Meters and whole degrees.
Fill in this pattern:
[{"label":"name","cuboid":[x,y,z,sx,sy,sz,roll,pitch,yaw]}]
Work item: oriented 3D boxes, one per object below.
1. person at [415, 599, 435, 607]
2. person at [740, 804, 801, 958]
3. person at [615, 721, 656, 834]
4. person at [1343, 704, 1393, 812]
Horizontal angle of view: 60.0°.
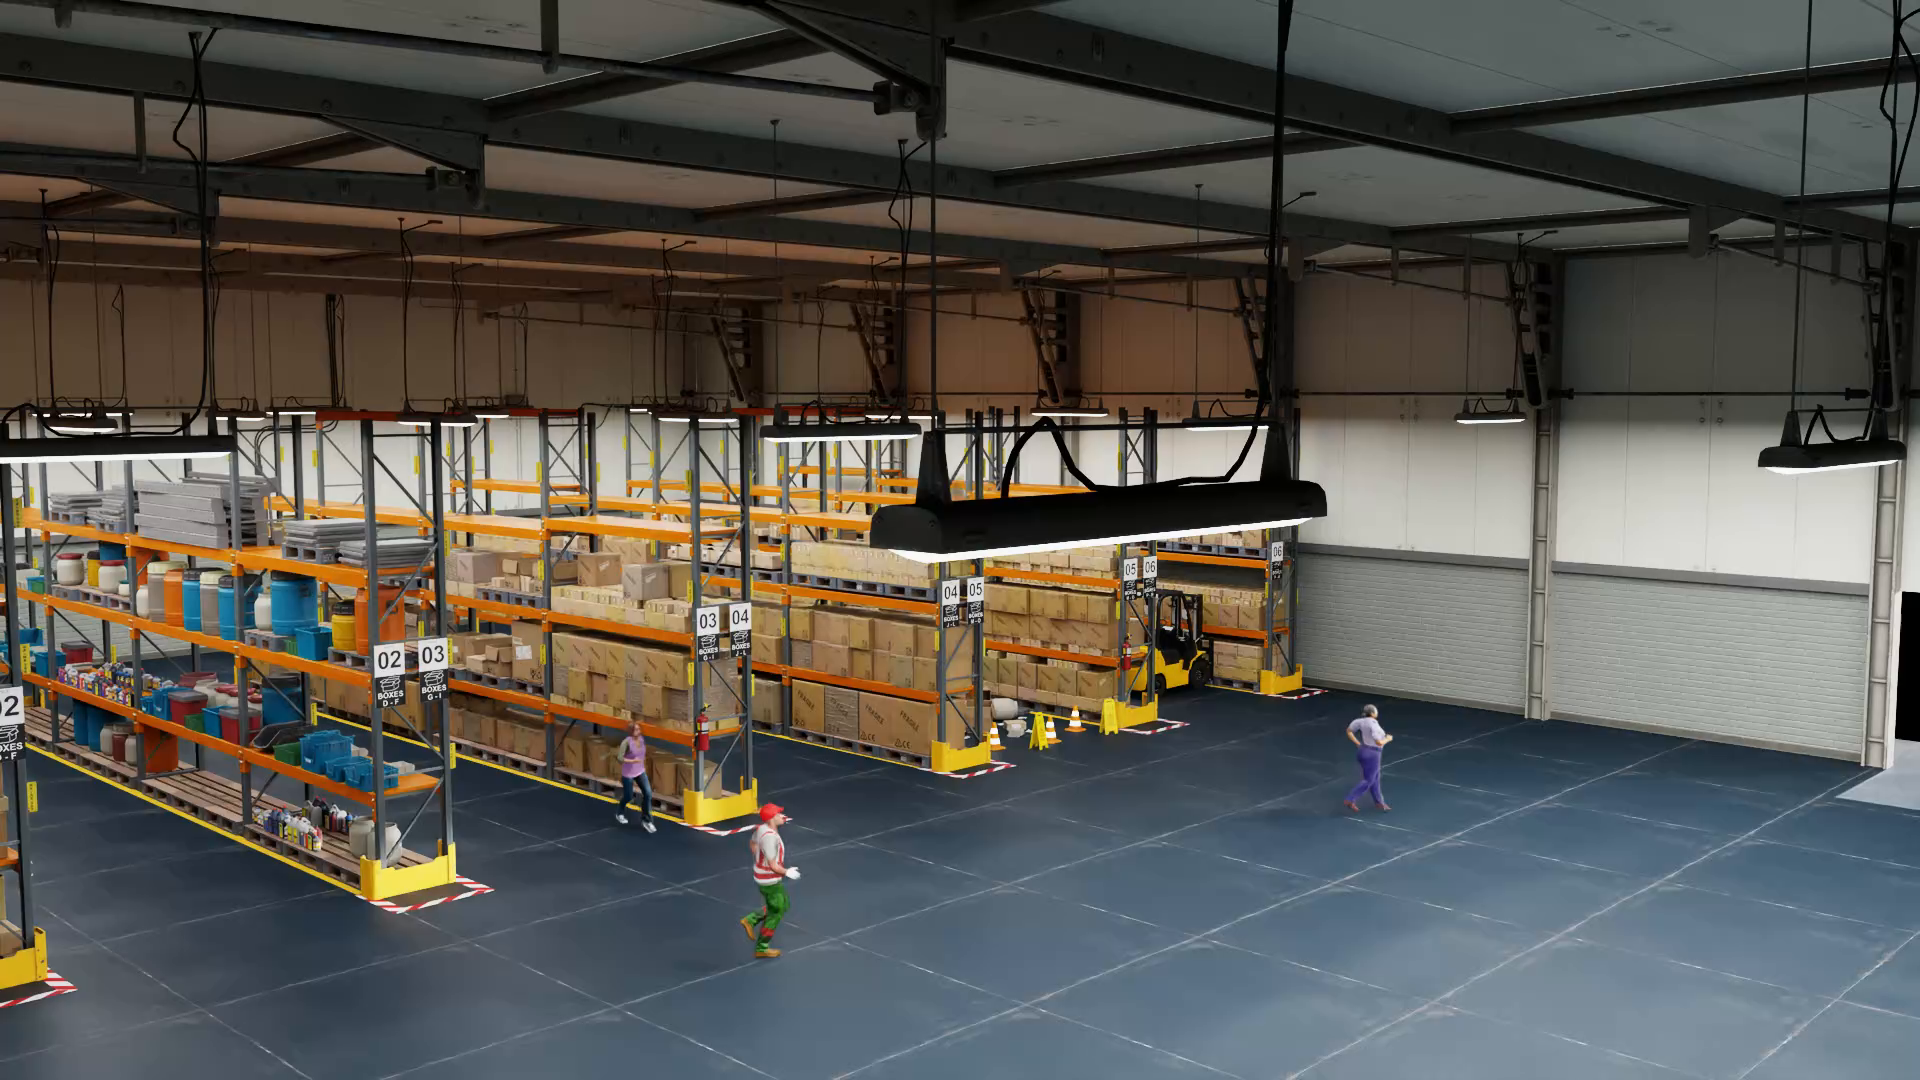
[{"label":"person","cuboid":[-12.576,1.993,39.159,0.725,1.746,0.777,1,5,14]},{"label":"person","cuboid":[-2.138,3.809,18.682,0.663,1.741,0.677,-1,5,-15]},{"label":"person","cuboid":[-4.745,3.418,24.050,0.788,1.608,0.567,5,7,45]},{"label":"person","cuboid":[6.137,3.286,24.960,0.886,1.670,0.602,-1,5,-15]}]
